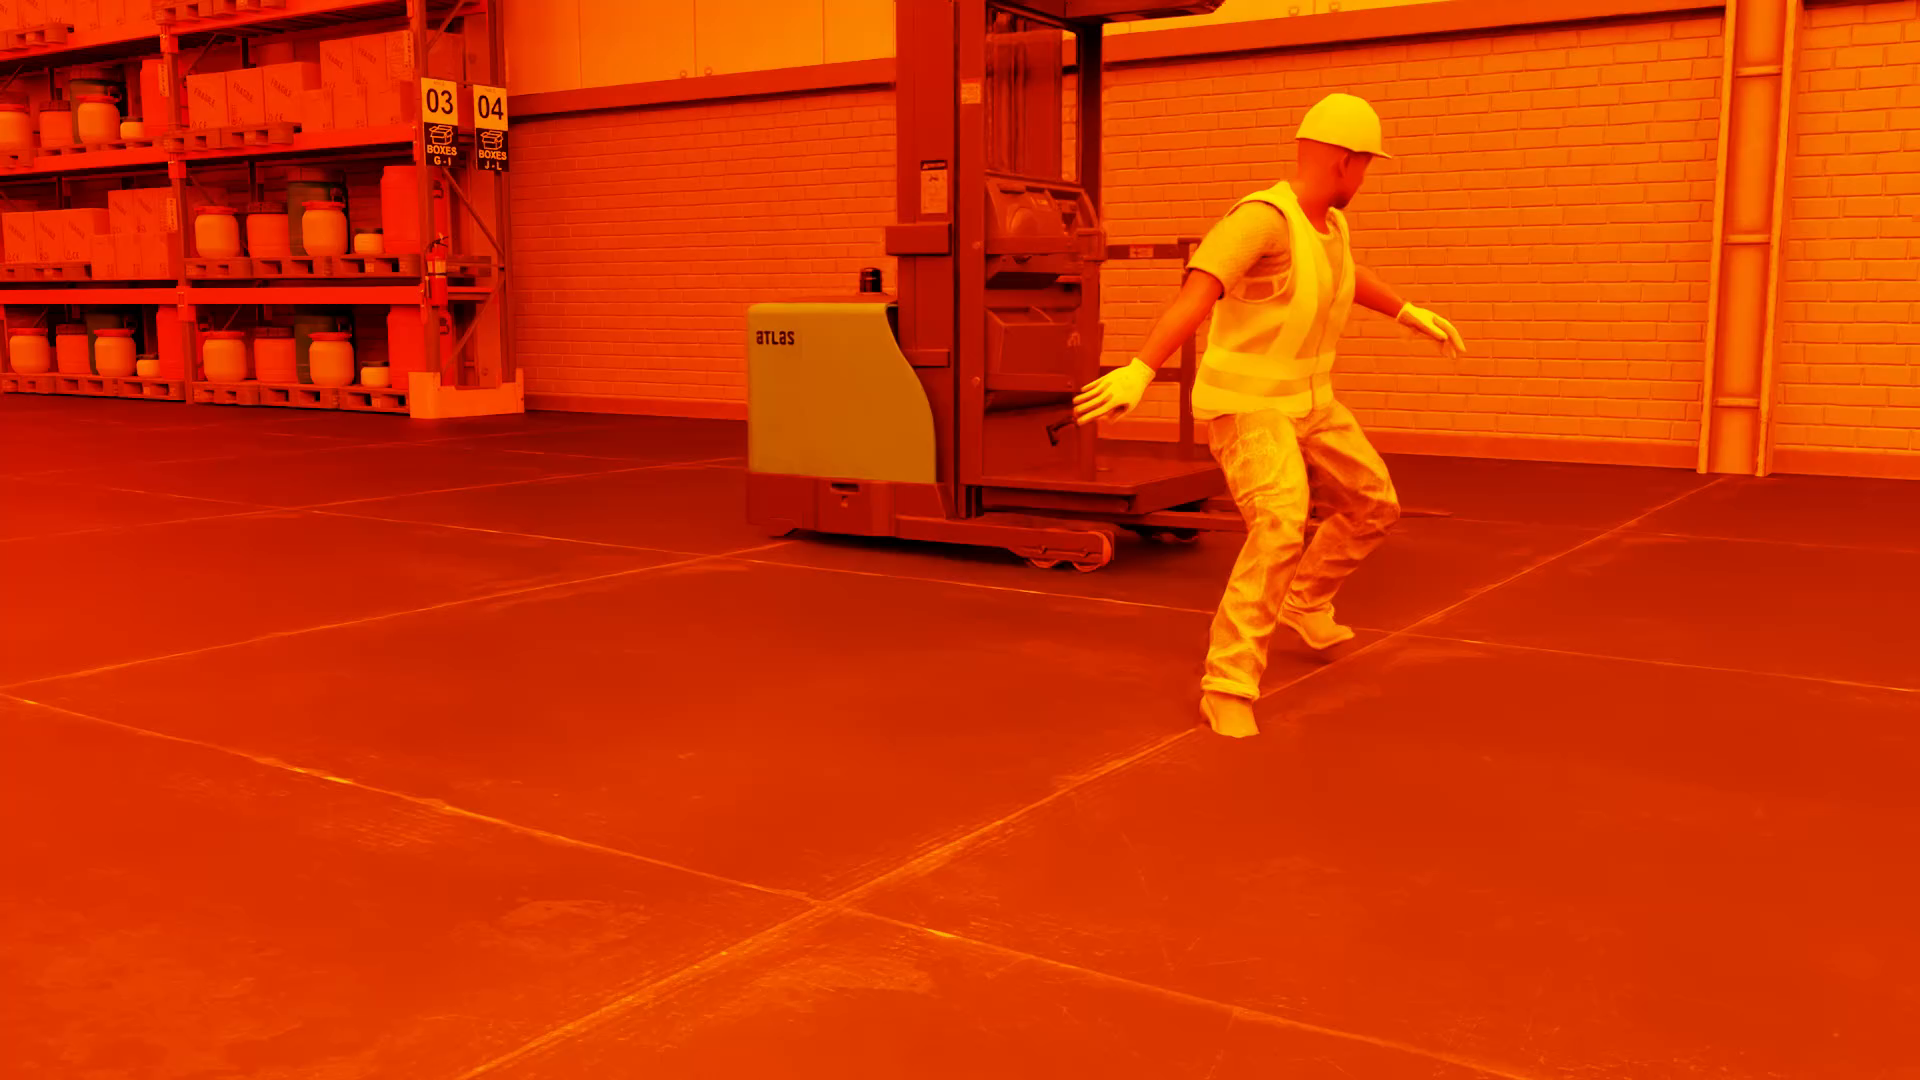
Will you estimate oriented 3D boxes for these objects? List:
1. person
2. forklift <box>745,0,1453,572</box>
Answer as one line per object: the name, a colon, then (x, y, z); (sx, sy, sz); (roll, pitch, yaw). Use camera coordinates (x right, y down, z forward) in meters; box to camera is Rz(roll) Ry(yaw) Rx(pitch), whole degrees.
person: (0.869, -0.324, 4.531); (0.570, 1.723, 1.159); (7, 11, 41)
forklift: (0.542, -1.408, 7.095); (3.031, 2.935, 1.130); (5, 9, 31)
